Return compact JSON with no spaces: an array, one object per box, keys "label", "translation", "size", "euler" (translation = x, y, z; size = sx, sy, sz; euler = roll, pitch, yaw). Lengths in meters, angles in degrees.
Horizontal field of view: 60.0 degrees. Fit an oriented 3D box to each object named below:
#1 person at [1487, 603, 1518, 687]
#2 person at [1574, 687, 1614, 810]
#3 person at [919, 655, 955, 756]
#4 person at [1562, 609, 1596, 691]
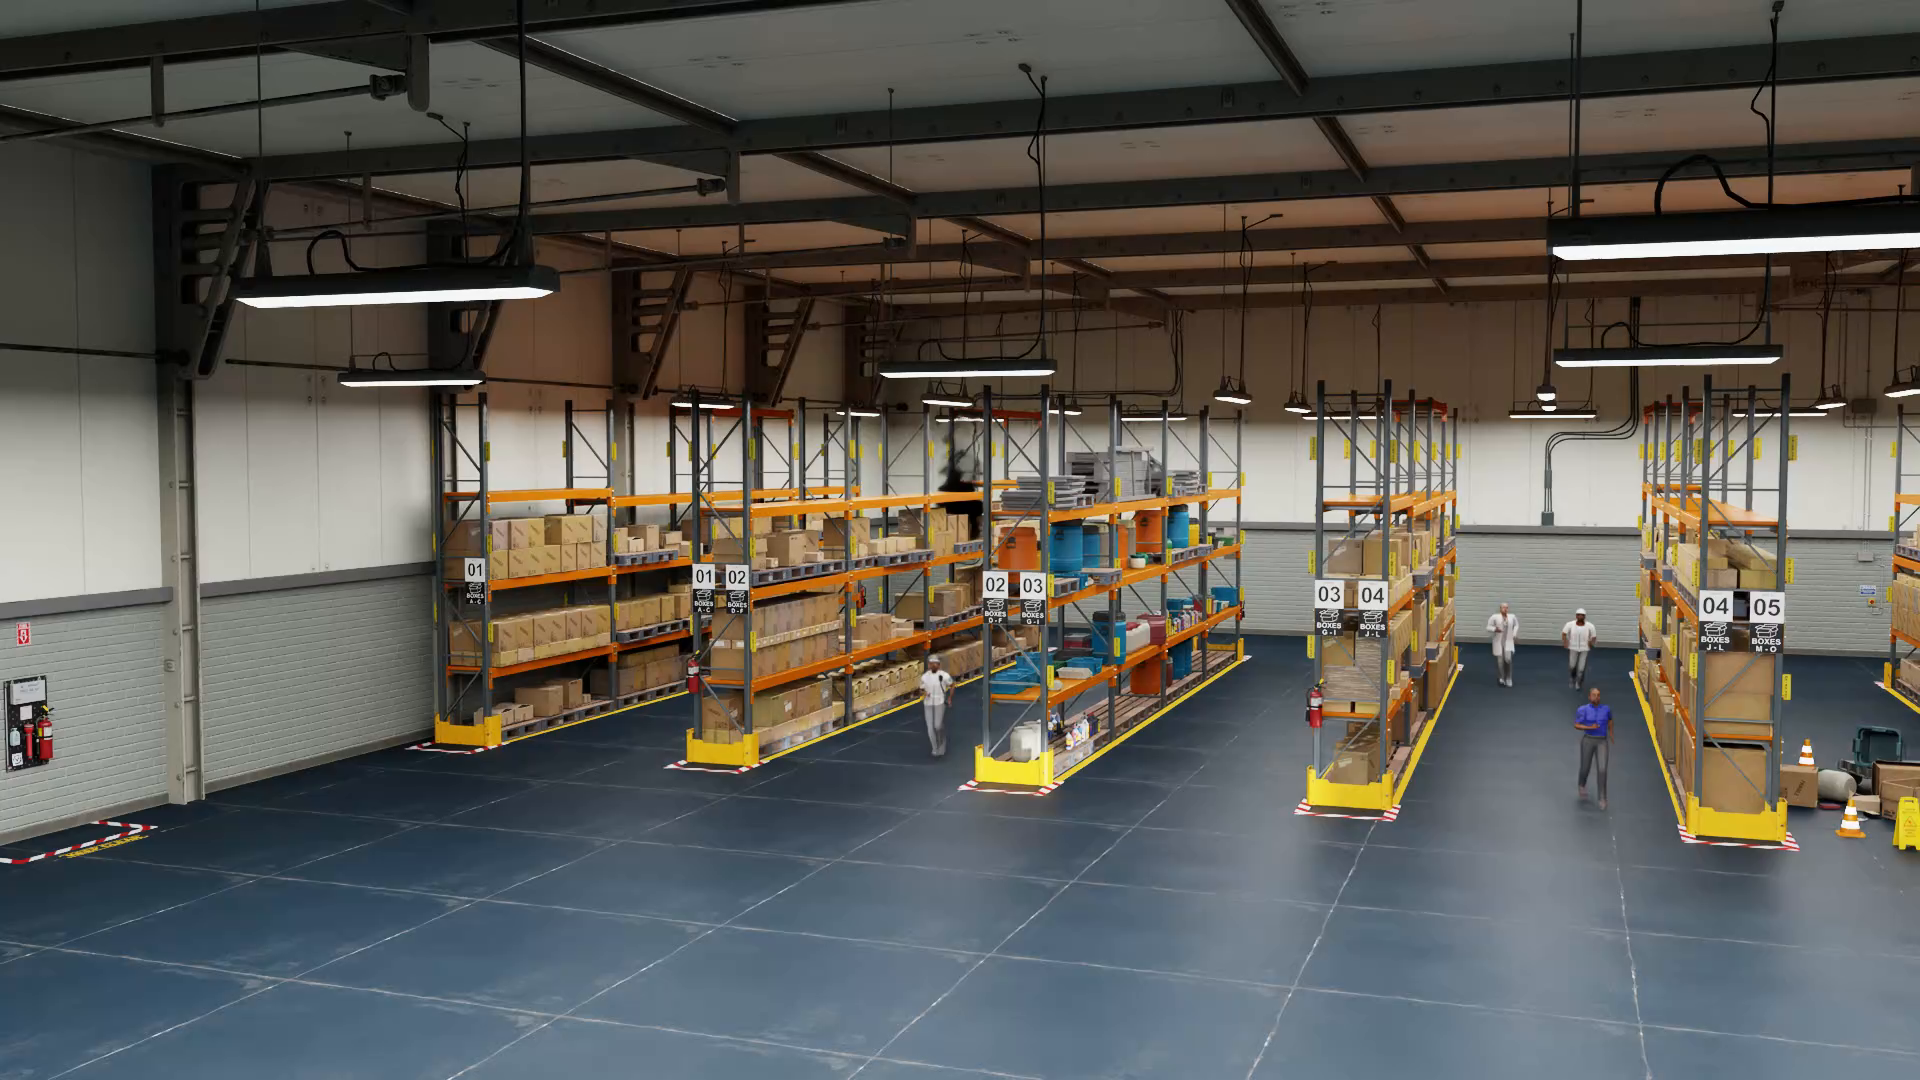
[{"label":"person","translation":[11.578,2.245,35.482],"size":[0.666,1.817,0.762],"euler":[1,3,12]},{"label":"person","translation":[8.966,2.908,23.499],"size":[0.572,1.636,0.934],"euler":[1,3,10]},{"label":"person","translation":[-0.401,2.706,27.203],"size":[0.549,1.671,0.649],"euler":[1,3,12]},{"label":"person","translation":[12.868,2.285,34.566],"size":[0.675,1.720,0.599],"euler":[1,3,19]}]
